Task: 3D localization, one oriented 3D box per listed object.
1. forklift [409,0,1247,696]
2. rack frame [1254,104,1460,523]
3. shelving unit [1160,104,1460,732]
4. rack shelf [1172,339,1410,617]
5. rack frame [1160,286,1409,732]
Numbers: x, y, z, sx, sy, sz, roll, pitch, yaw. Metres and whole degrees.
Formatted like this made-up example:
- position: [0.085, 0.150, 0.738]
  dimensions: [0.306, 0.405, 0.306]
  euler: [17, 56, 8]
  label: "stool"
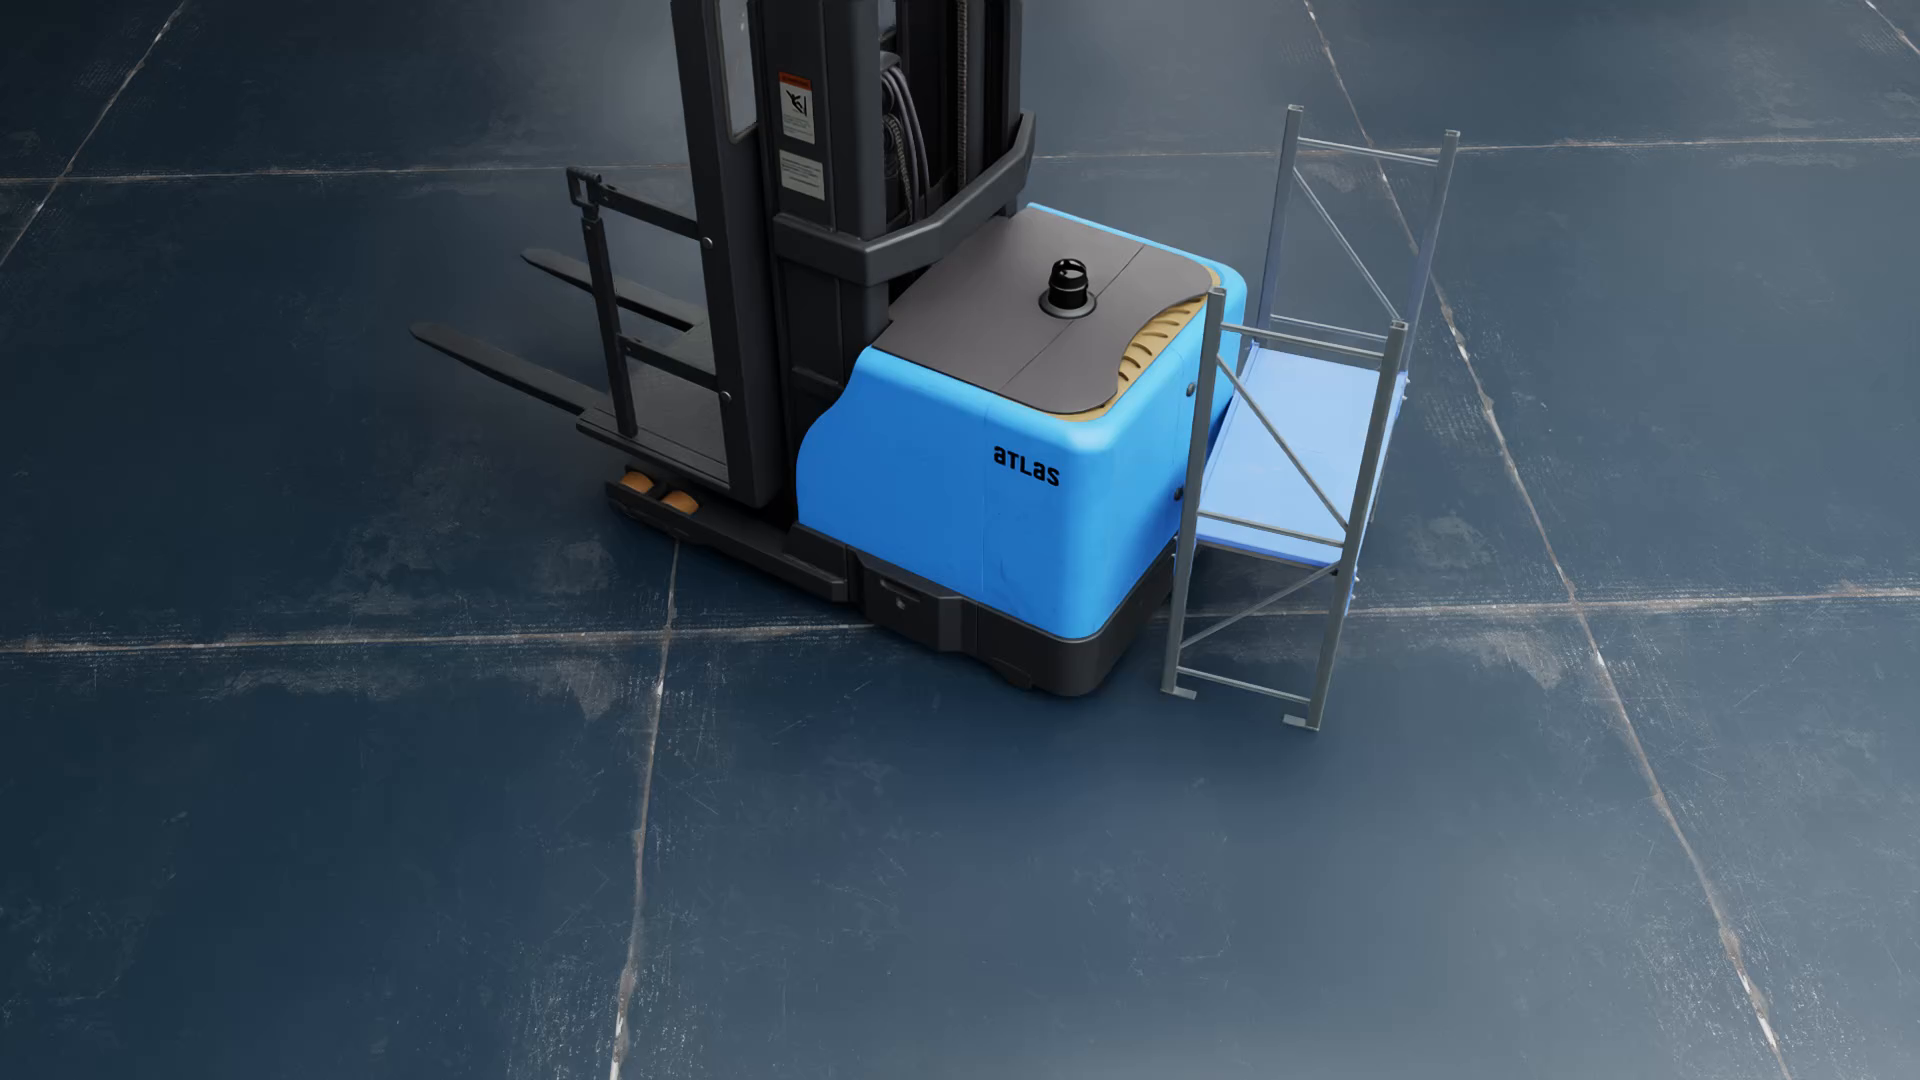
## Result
- position: [-0.630, -1.362, 5.067]
  dimensions: [3.031, 2.935, 1.130]
  euler: [23, 47, 23]
  label: "forklift"
- position: [1.210, -0.677, 5.378]
  dimensions: [0.500, 1.500, 0.032]
  euler: [13, 44, 14]
  label: "rack frame"
- position: [1.040, -0.353, 5.025]
  dimensions: [0.538, 1.500, 1.048]
  euler: [13, 44, 14]
  label: "shelving unit"
- position: [1.040, -0.220, 5.147]
  dimensions: [0.538, 0.185, 1.000]
  euler: [13, 44, 14]
  label: "rack shelf"
- position: [0.870, -0.029, 4.672]
  dimensions: [0.500, 1.500, 0.032]
  euler: [13, 44, 14]
  label: "rack frame"
